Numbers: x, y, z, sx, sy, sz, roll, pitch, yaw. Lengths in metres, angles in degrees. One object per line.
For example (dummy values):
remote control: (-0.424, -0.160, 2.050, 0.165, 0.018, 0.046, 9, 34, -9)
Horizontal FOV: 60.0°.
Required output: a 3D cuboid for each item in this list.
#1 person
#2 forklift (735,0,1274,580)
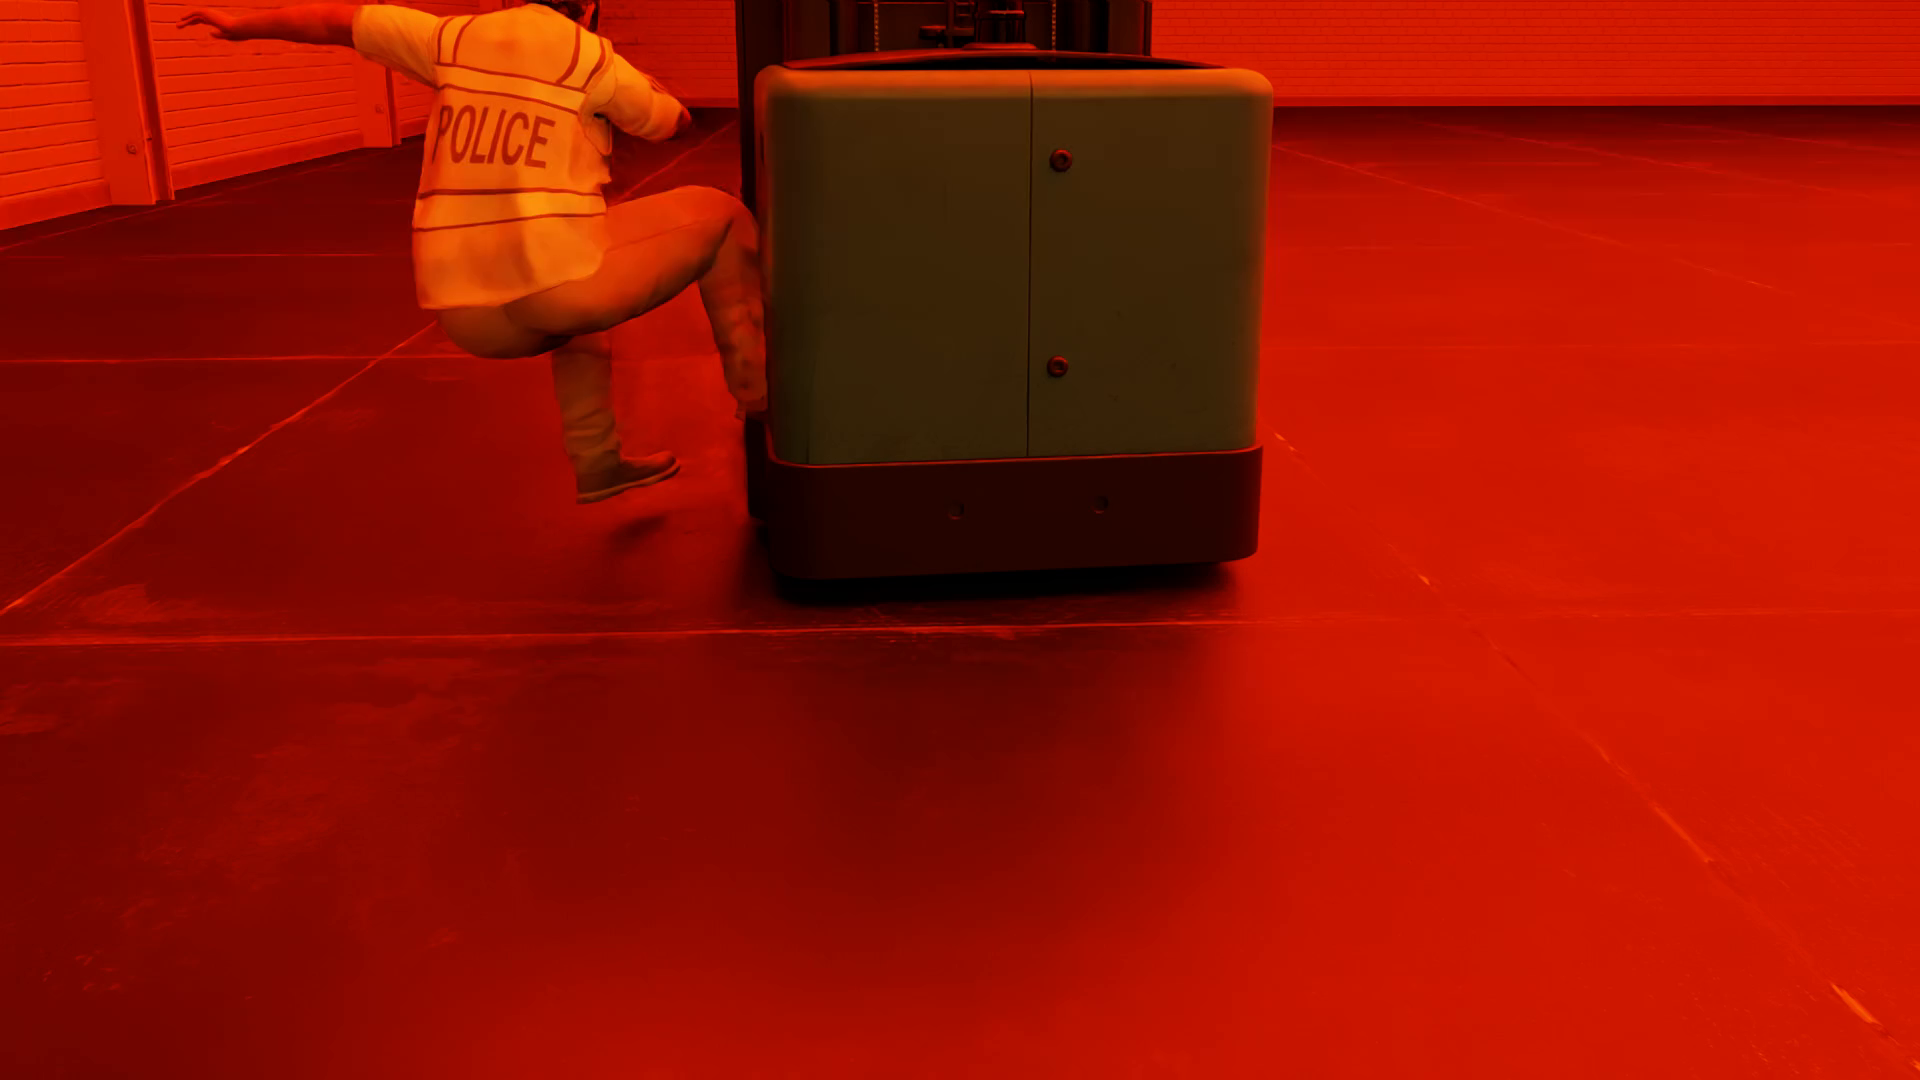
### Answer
person: (-1.017, -0.696, 3.810, 1.420, 1.282, 0.729, 4, 17, 12)
forklift: (-0.076, -1.707, 4.487, 1.130, 2.935, 3.031, -2, 17, -8)
